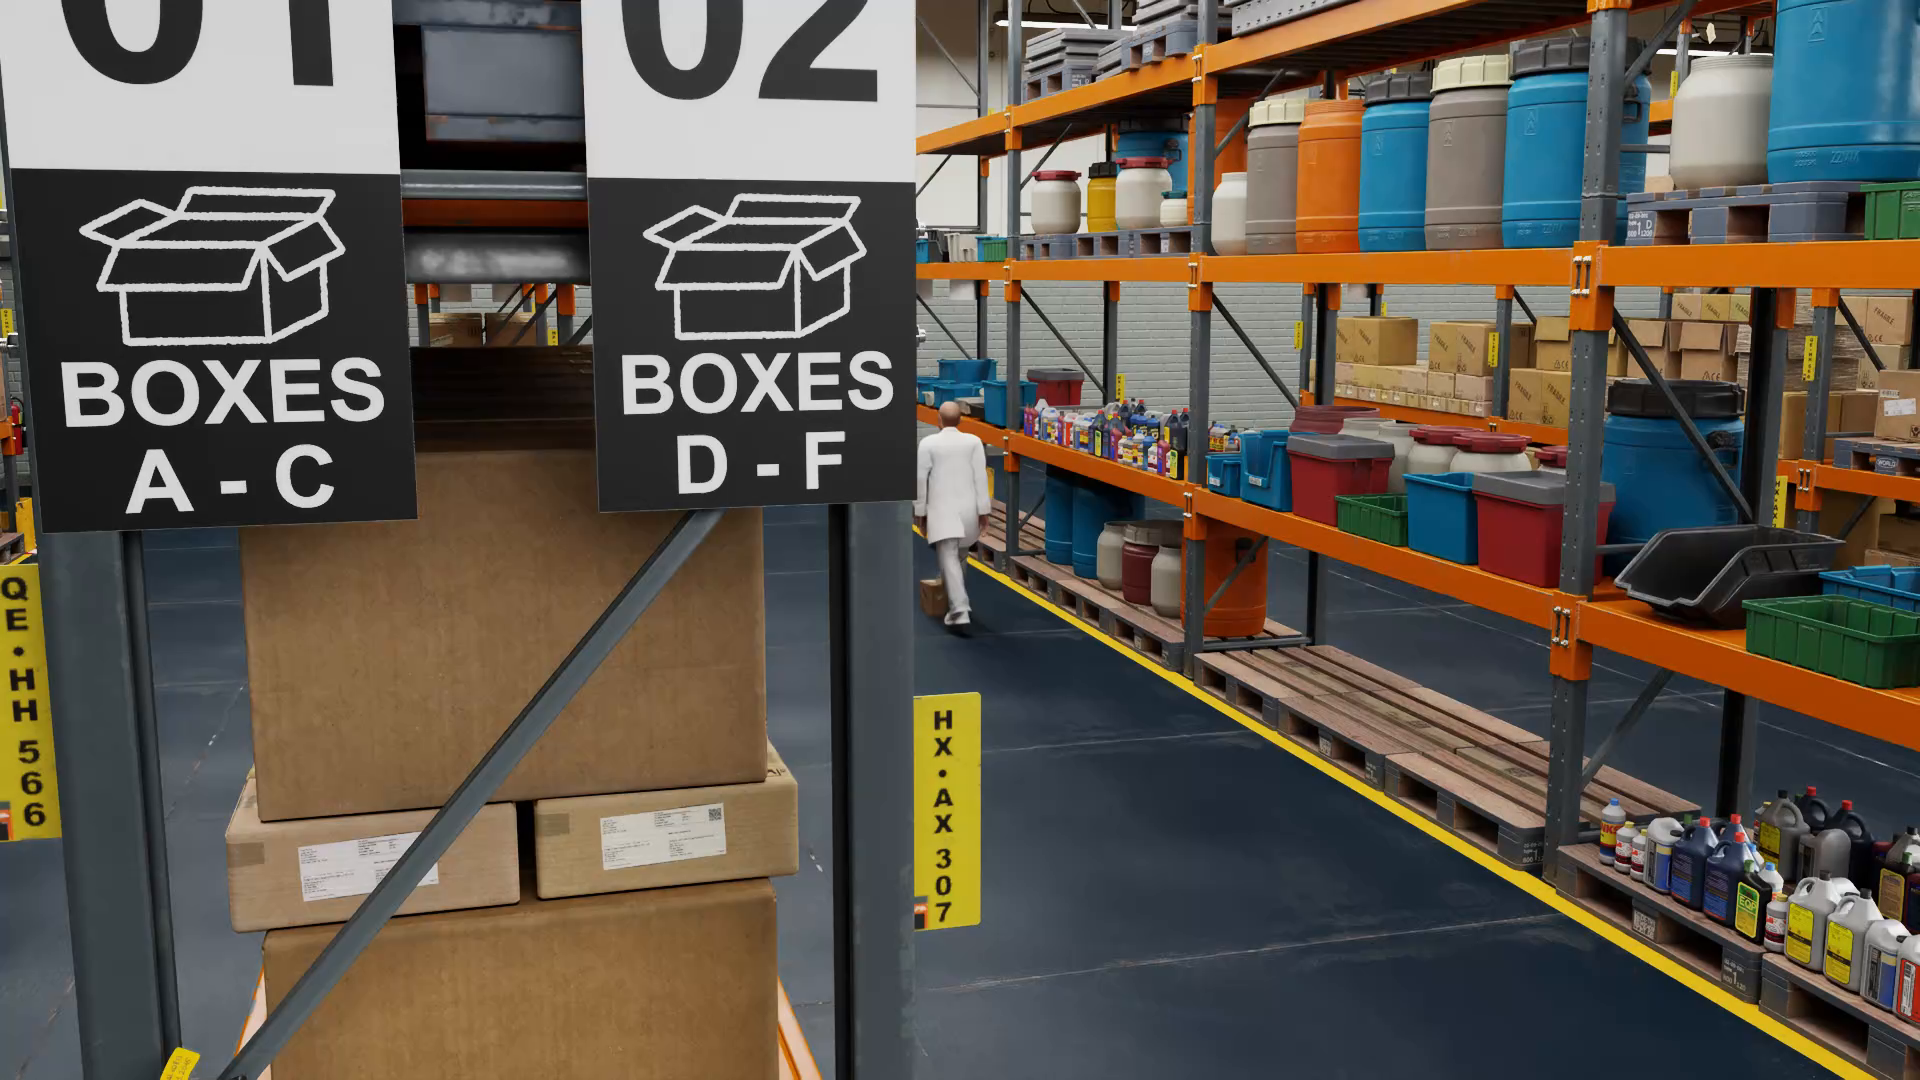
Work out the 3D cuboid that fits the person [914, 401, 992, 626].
[{"bbox_3d":[-0.072,-0.209,12.889,0.586,1.718,1.216,-3,10,-17],"label":"person"}]
